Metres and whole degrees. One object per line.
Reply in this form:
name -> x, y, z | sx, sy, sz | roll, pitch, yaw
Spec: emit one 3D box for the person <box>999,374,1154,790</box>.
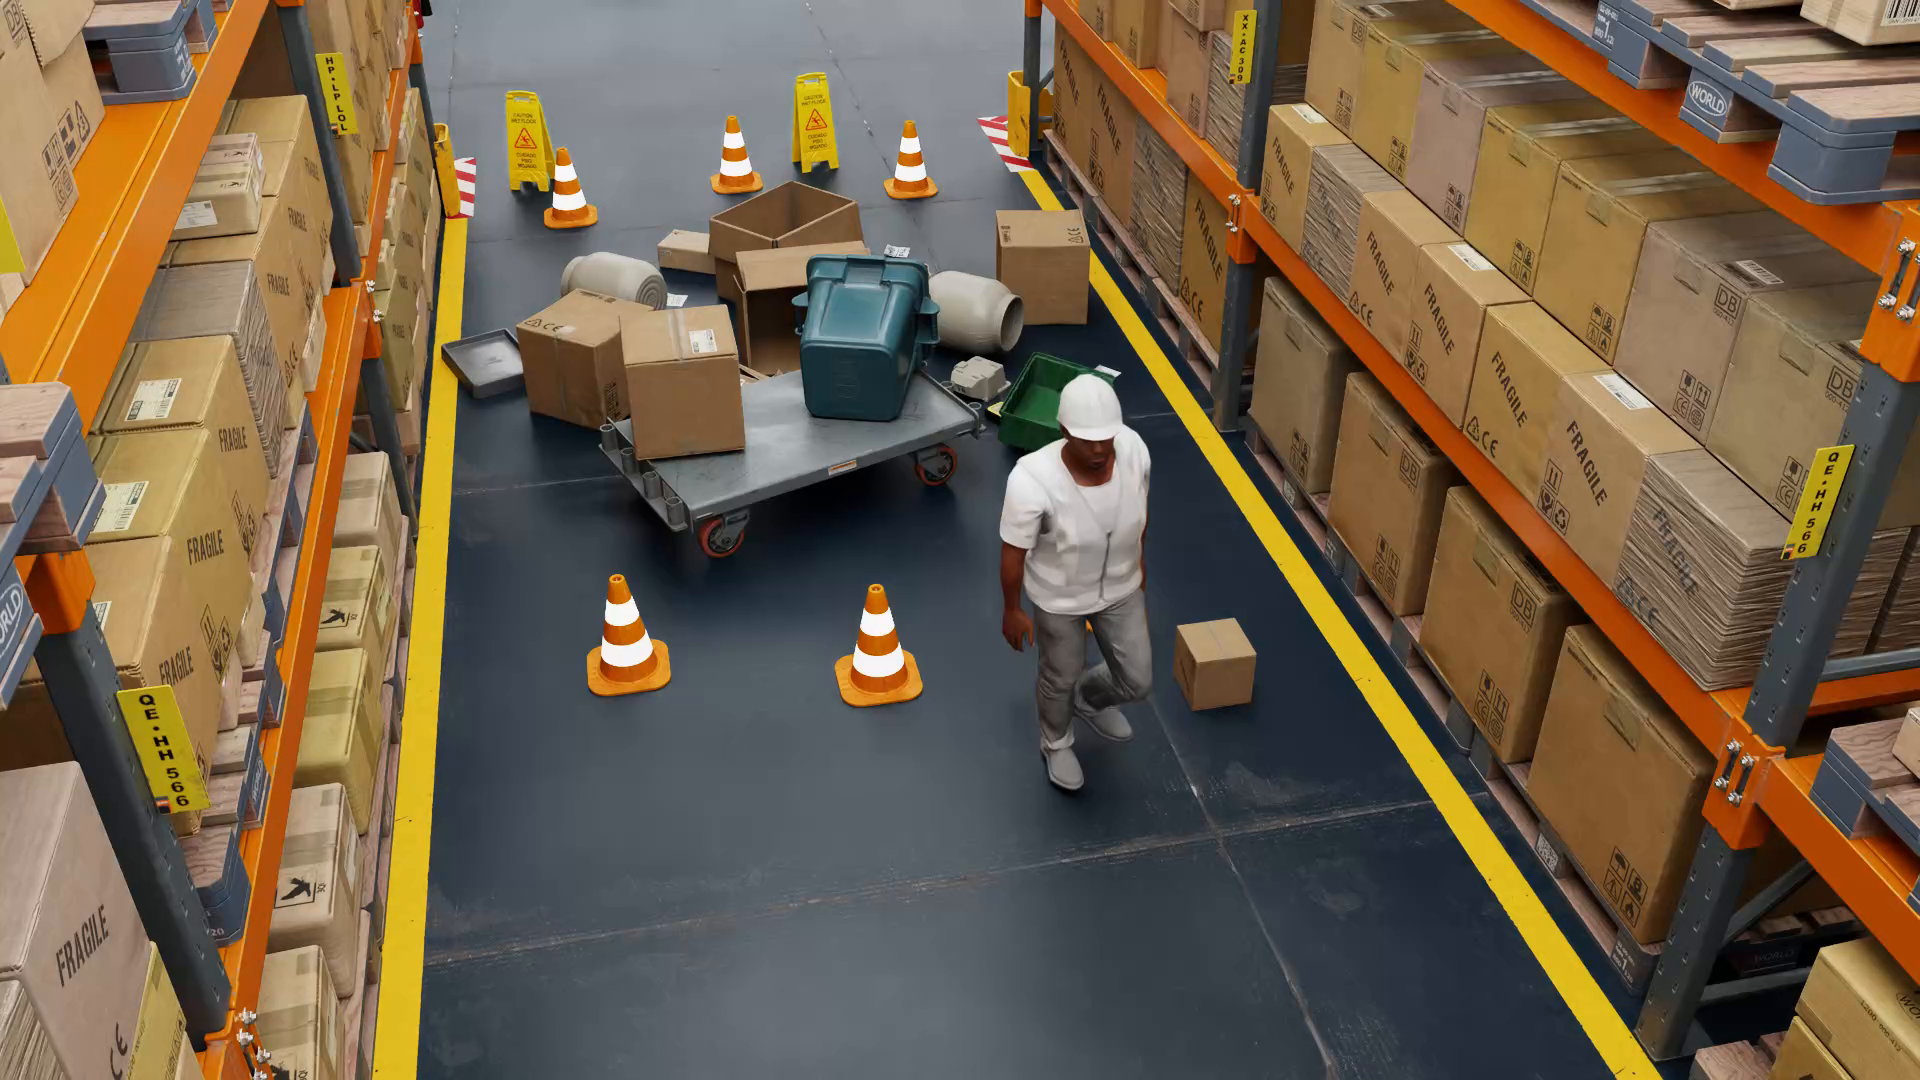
person -> 0.422, 0.170, 5.849 | 0.616, 1.754, 0.495 | -13, 36, -18
